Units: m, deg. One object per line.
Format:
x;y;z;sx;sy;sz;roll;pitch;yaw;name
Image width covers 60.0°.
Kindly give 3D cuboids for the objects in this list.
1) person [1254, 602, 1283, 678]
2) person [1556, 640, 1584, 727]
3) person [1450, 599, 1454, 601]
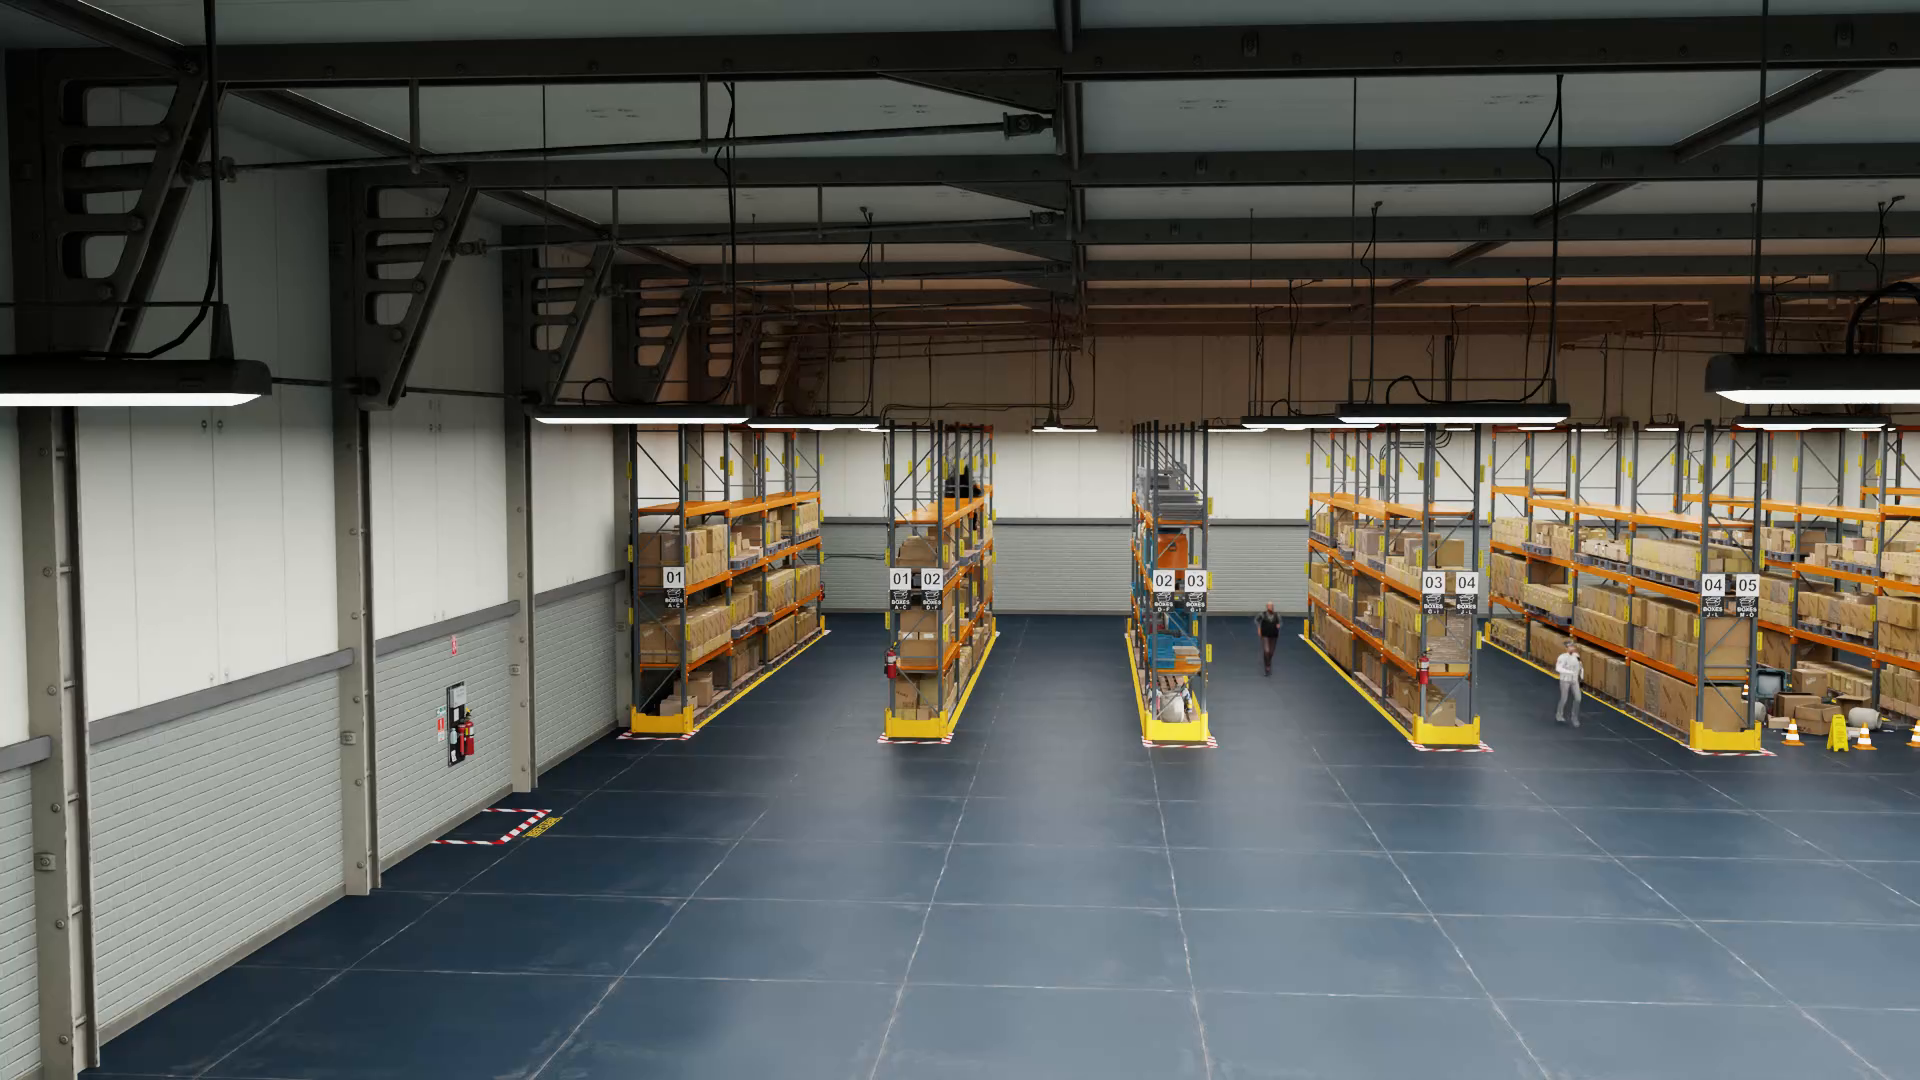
7.370;2.354;39.607;0.647;1.776;0.841;0;4;-7;person
12.016;2.824;32.748;0.632;1.764;0.722;0;4;-6;person
13.685;1.971;46.872;0.836;1.579;0.613;-3;5;-43;person
